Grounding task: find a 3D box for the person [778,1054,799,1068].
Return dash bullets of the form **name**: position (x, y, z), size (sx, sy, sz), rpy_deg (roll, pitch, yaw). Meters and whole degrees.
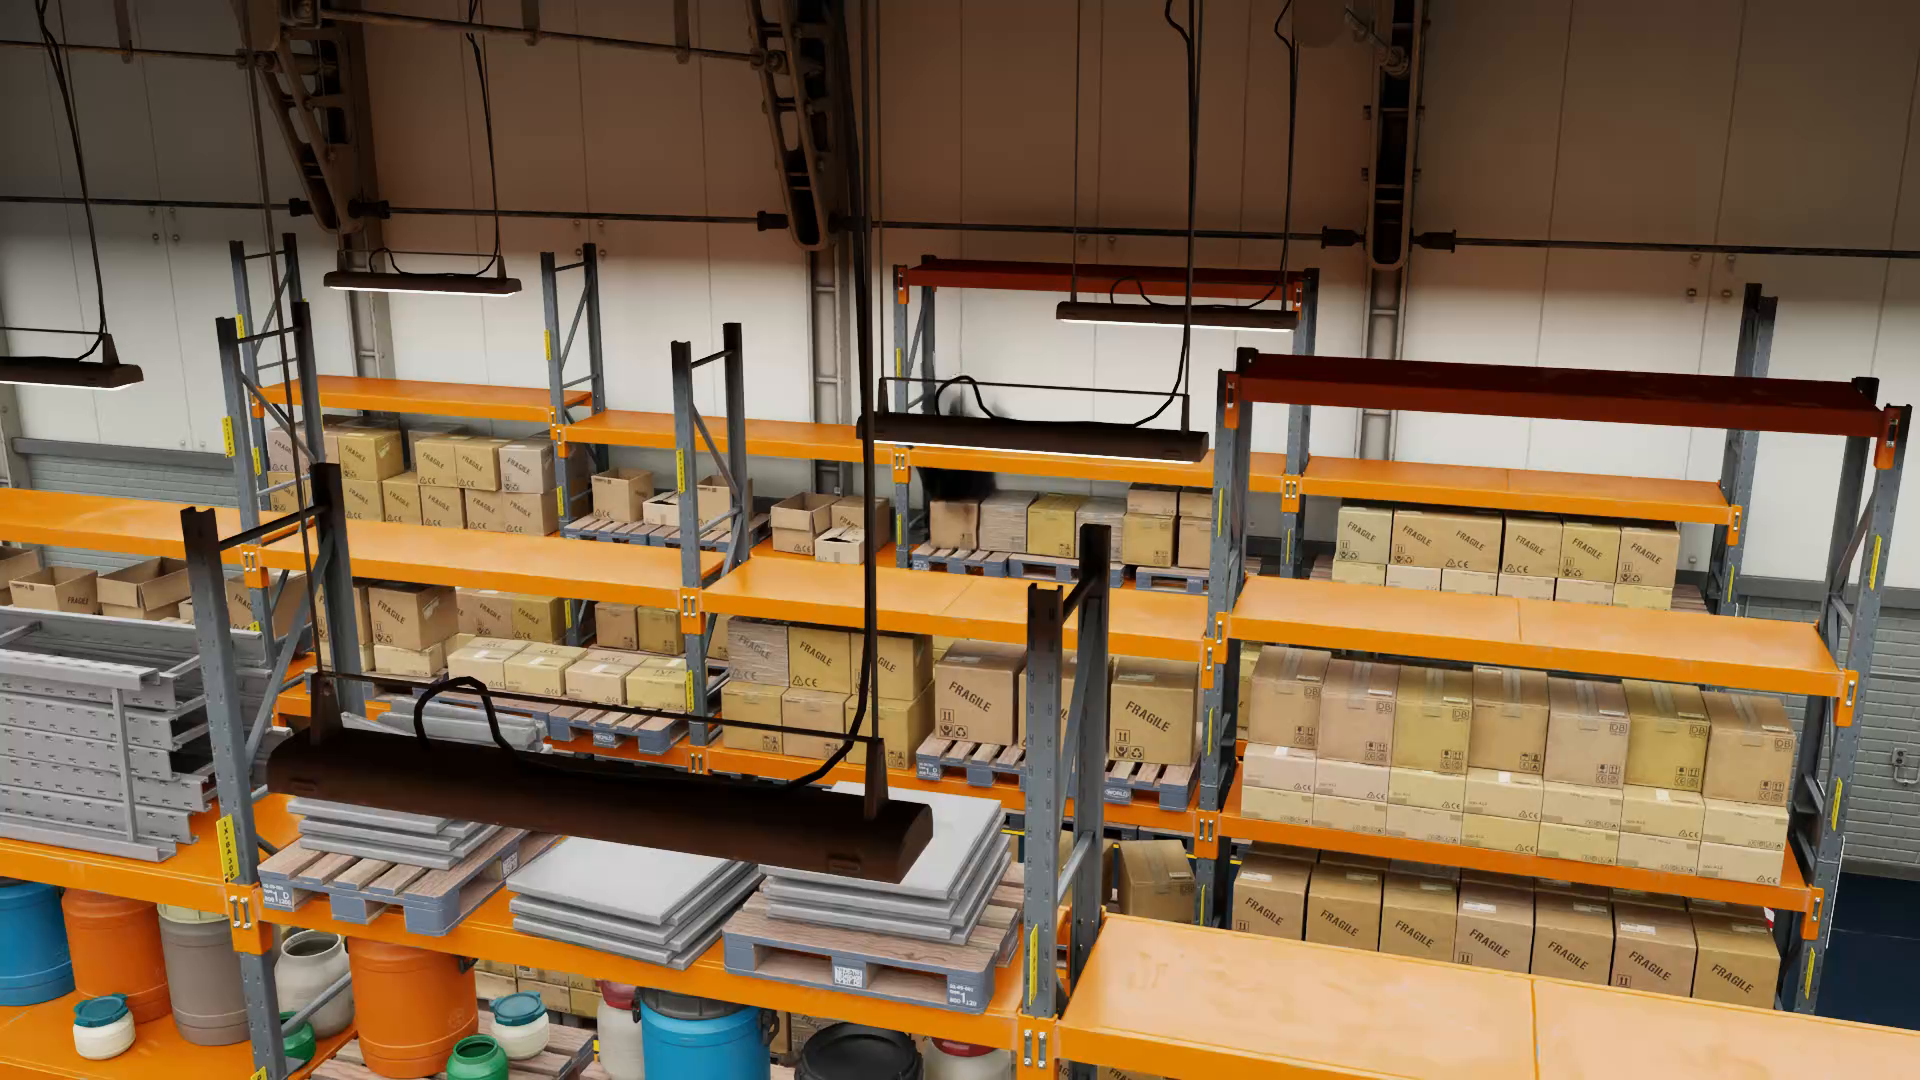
- **person**: position (-1.016, 4.210, 11.253), size (0.622, 1.621, 0.569), rpy_deg (1, 16, 3)
